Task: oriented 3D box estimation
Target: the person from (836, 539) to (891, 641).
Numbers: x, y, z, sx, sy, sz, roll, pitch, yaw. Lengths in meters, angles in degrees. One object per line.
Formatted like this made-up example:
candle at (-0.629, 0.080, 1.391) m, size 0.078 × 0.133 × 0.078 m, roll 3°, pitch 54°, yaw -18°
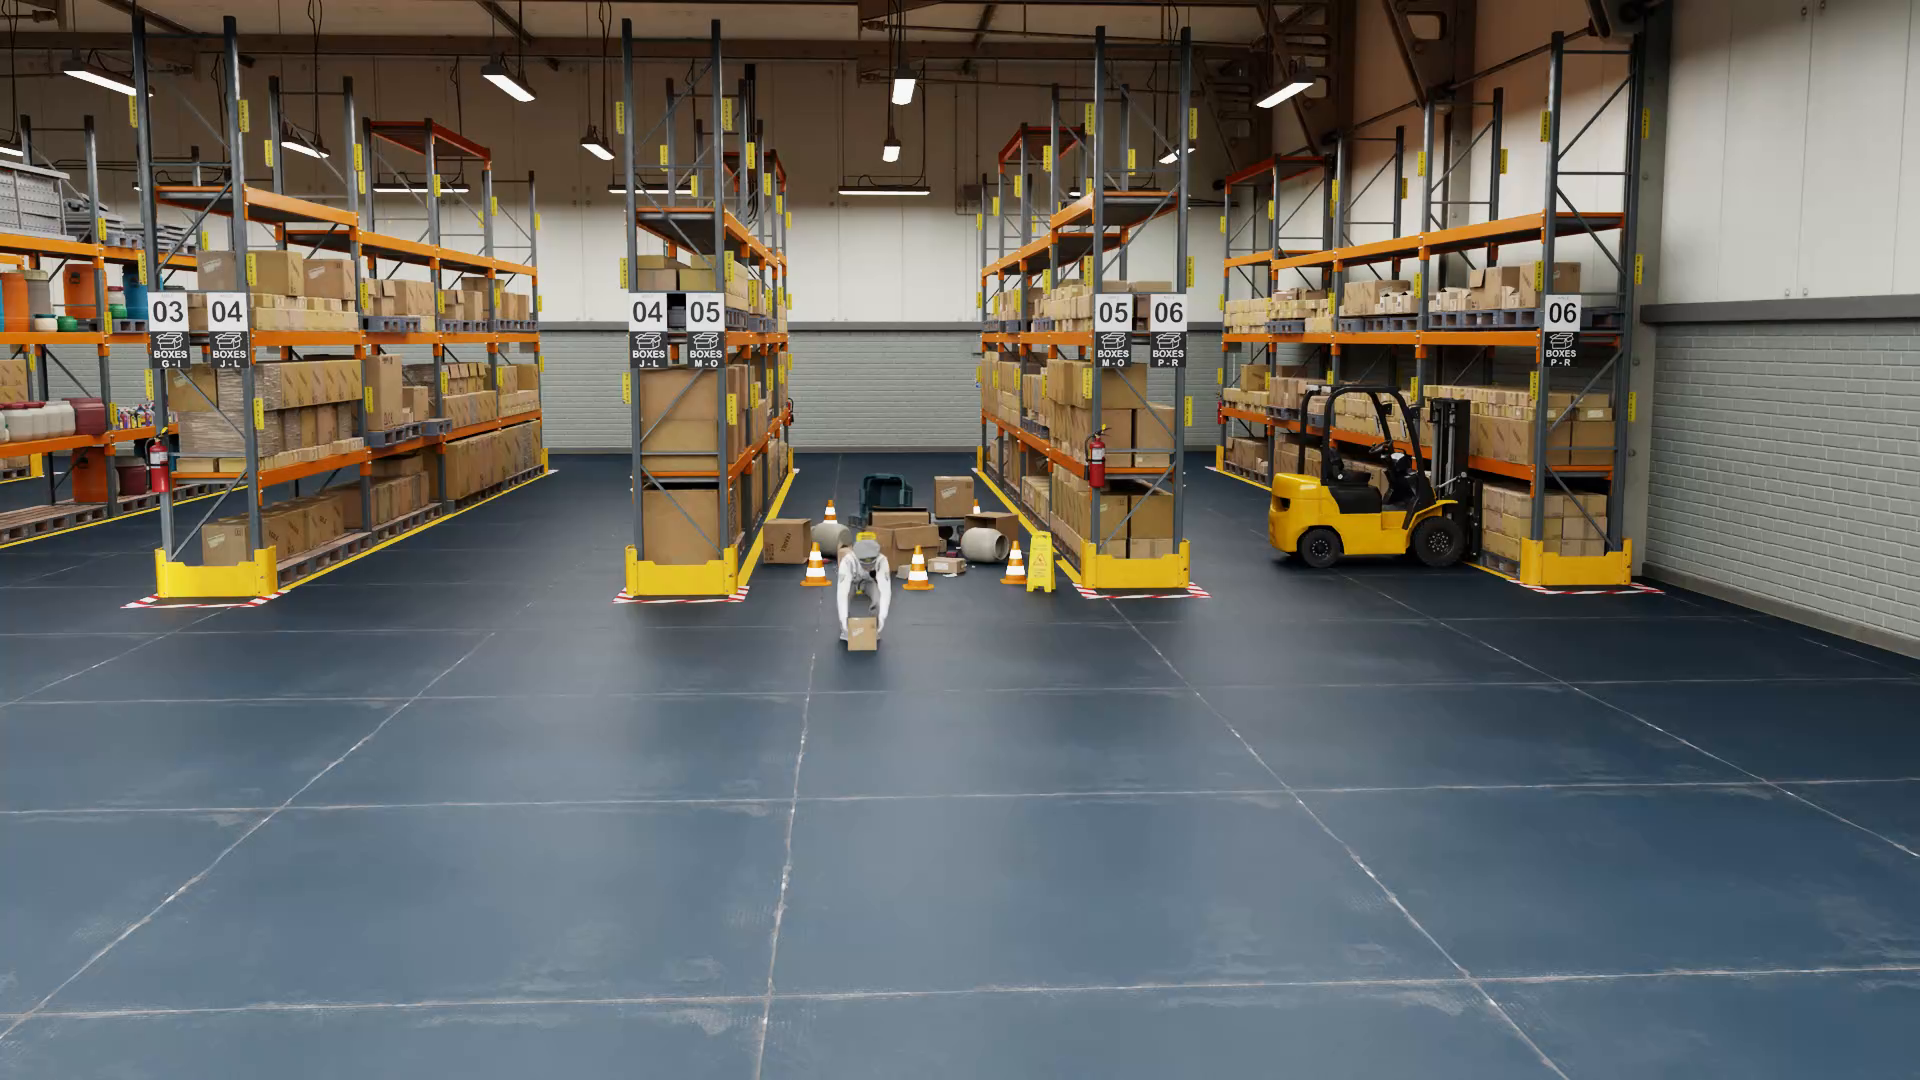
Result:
person at (-0.874, 0.442, 15.043) m, size 0.495 × 0.964 × 0.847 m, roll 0°, pitch 7°, yaw -4°
